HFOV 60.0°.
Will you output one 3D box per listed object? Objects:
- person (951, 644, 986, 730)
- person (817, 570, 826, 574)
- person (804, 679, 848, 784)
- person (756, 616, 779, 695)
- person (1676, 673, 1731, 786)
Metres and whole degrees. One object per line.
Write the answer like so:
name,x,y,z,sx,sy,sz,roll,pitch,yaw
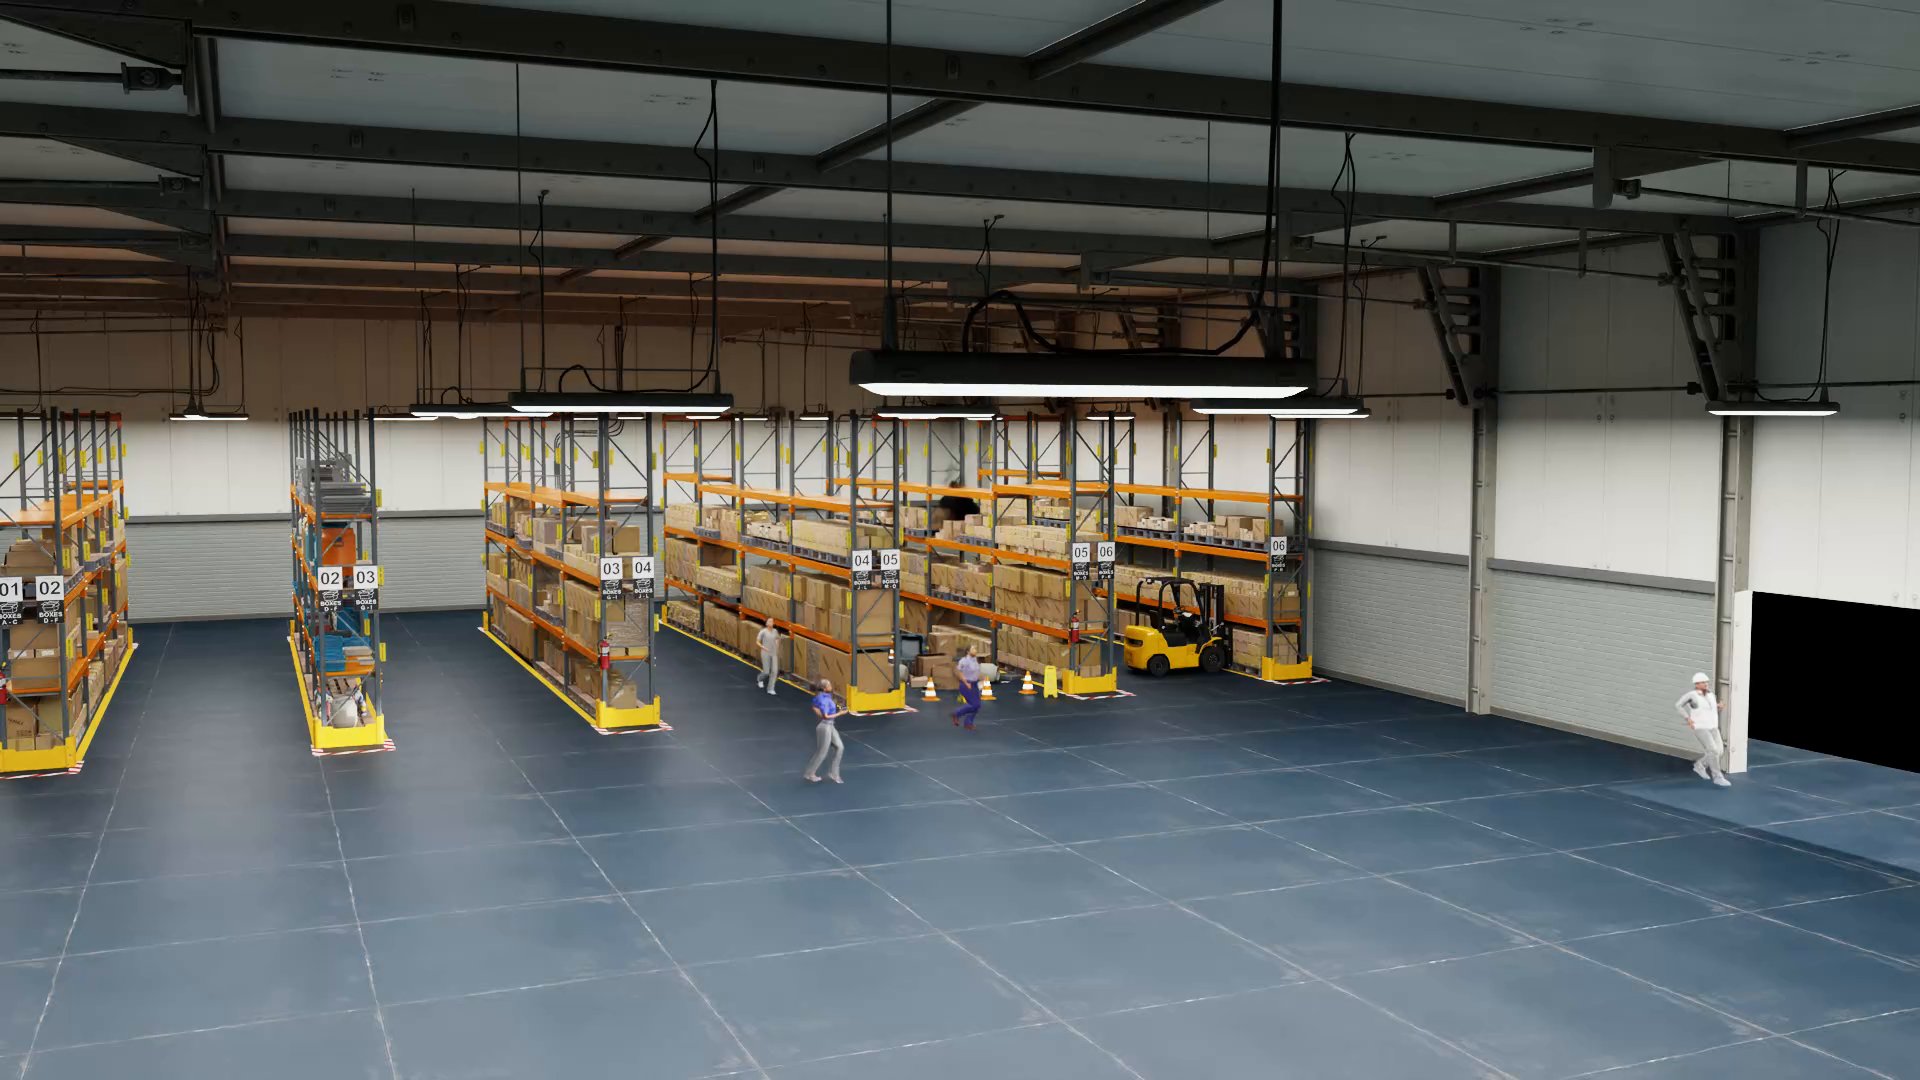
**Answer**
person,0.178,2.756,31.109,0.589,1.609,0.599,2,4,24
person,-4.207,1.300,51.223,0.572,1.690,0.748,0,4,-2
person,-2.122,3.059,26.363,0.714,1.702,0.556,0,4,3
person,-4.059,2.429,35.241,0.563,1.643,0.752,-3,5,-33
person,11.911,2.975,26.355,0.673,1.711,0.893,-2,5,-29
